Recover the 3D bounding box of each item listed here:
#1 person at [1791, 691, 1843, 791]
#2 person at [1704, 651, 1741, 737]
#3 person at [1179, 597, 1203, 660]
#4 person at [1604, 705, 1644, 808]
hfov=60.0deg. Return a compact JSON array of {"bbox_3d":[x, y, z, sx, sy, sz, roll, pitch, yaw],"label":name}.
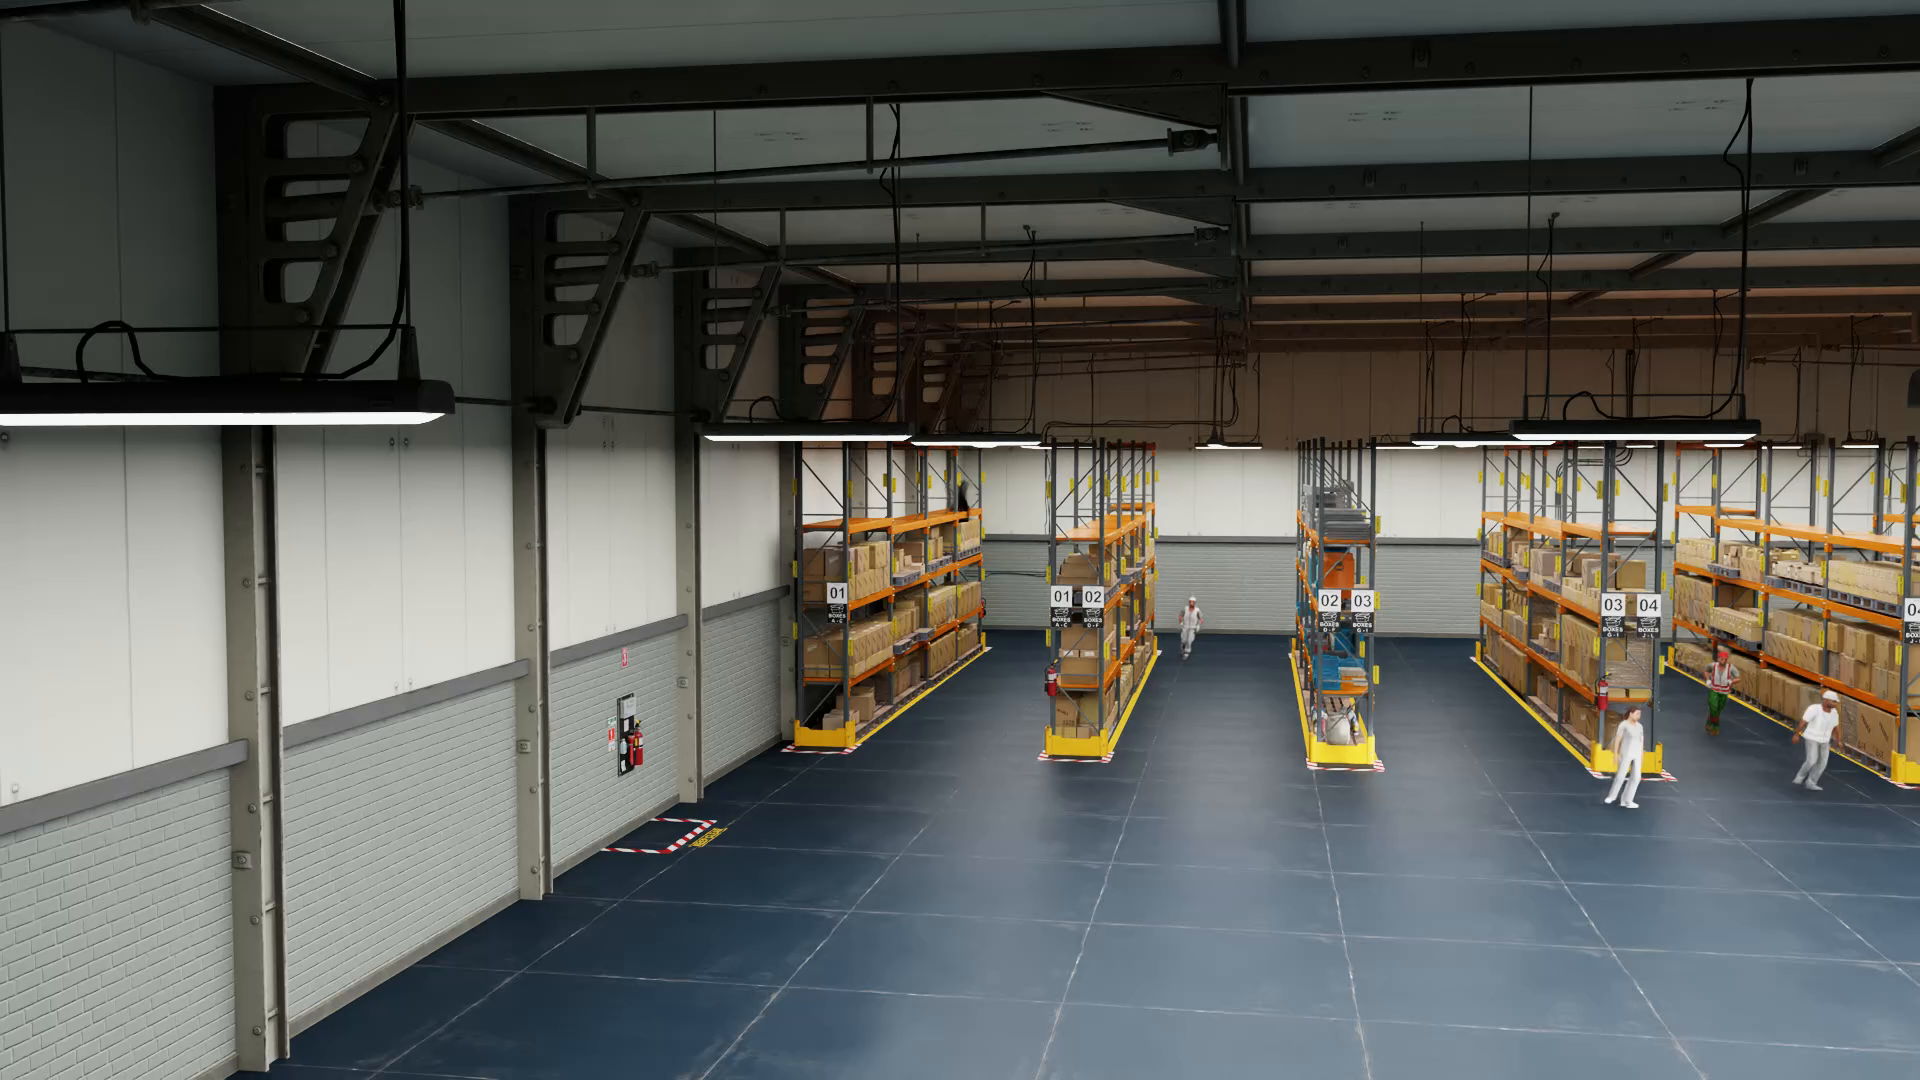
[{"bbox_3d":[14.462,3.379,28.030,0.732,1.712,0.638,-1,3,-13],"label":"person"},{"bbox_3d":[15.411,3.085,33.659,0.636,1.730,0.860,1,3,15],"label":"person"},{"bbox_3d":[6.384,2.438,45.959,0.670,1.726,0.579,0,3,9],"label":"person"},{"bbox_3d":[10.703,3.478,26.790,0.582,1.649,0.471,-1,3,-17],"label":"person"}]
